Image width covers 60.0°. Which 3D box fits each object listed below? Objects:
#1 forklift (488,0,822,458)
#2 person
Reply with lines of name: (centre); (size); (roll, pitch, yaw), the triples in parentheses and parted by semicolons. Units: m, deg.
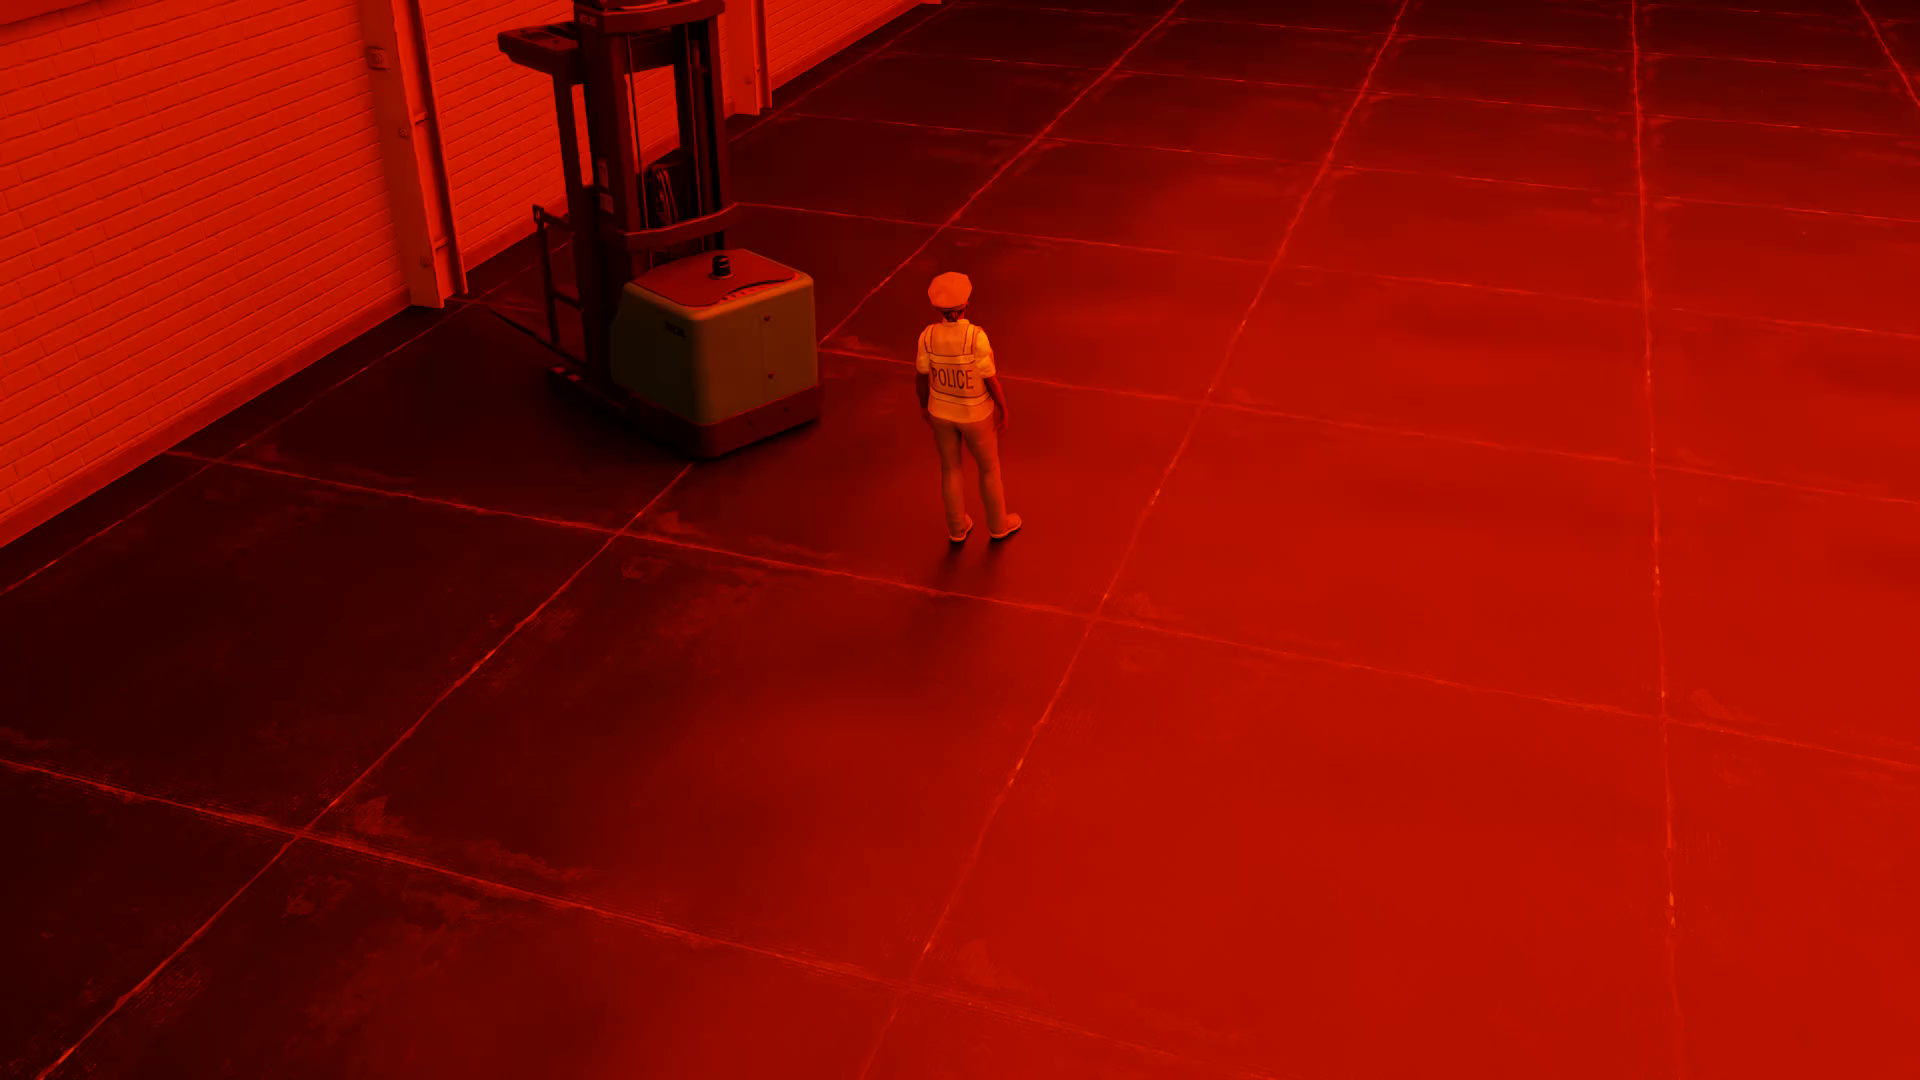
forklift: (-2.339, -2.445, 11.426); (1.130, 2.935, 3.031); (-26, 38, -37)
person: (0.043, -0.774, 9.729); (0.570, 1.695, 0.530); (10, 31, 16)
